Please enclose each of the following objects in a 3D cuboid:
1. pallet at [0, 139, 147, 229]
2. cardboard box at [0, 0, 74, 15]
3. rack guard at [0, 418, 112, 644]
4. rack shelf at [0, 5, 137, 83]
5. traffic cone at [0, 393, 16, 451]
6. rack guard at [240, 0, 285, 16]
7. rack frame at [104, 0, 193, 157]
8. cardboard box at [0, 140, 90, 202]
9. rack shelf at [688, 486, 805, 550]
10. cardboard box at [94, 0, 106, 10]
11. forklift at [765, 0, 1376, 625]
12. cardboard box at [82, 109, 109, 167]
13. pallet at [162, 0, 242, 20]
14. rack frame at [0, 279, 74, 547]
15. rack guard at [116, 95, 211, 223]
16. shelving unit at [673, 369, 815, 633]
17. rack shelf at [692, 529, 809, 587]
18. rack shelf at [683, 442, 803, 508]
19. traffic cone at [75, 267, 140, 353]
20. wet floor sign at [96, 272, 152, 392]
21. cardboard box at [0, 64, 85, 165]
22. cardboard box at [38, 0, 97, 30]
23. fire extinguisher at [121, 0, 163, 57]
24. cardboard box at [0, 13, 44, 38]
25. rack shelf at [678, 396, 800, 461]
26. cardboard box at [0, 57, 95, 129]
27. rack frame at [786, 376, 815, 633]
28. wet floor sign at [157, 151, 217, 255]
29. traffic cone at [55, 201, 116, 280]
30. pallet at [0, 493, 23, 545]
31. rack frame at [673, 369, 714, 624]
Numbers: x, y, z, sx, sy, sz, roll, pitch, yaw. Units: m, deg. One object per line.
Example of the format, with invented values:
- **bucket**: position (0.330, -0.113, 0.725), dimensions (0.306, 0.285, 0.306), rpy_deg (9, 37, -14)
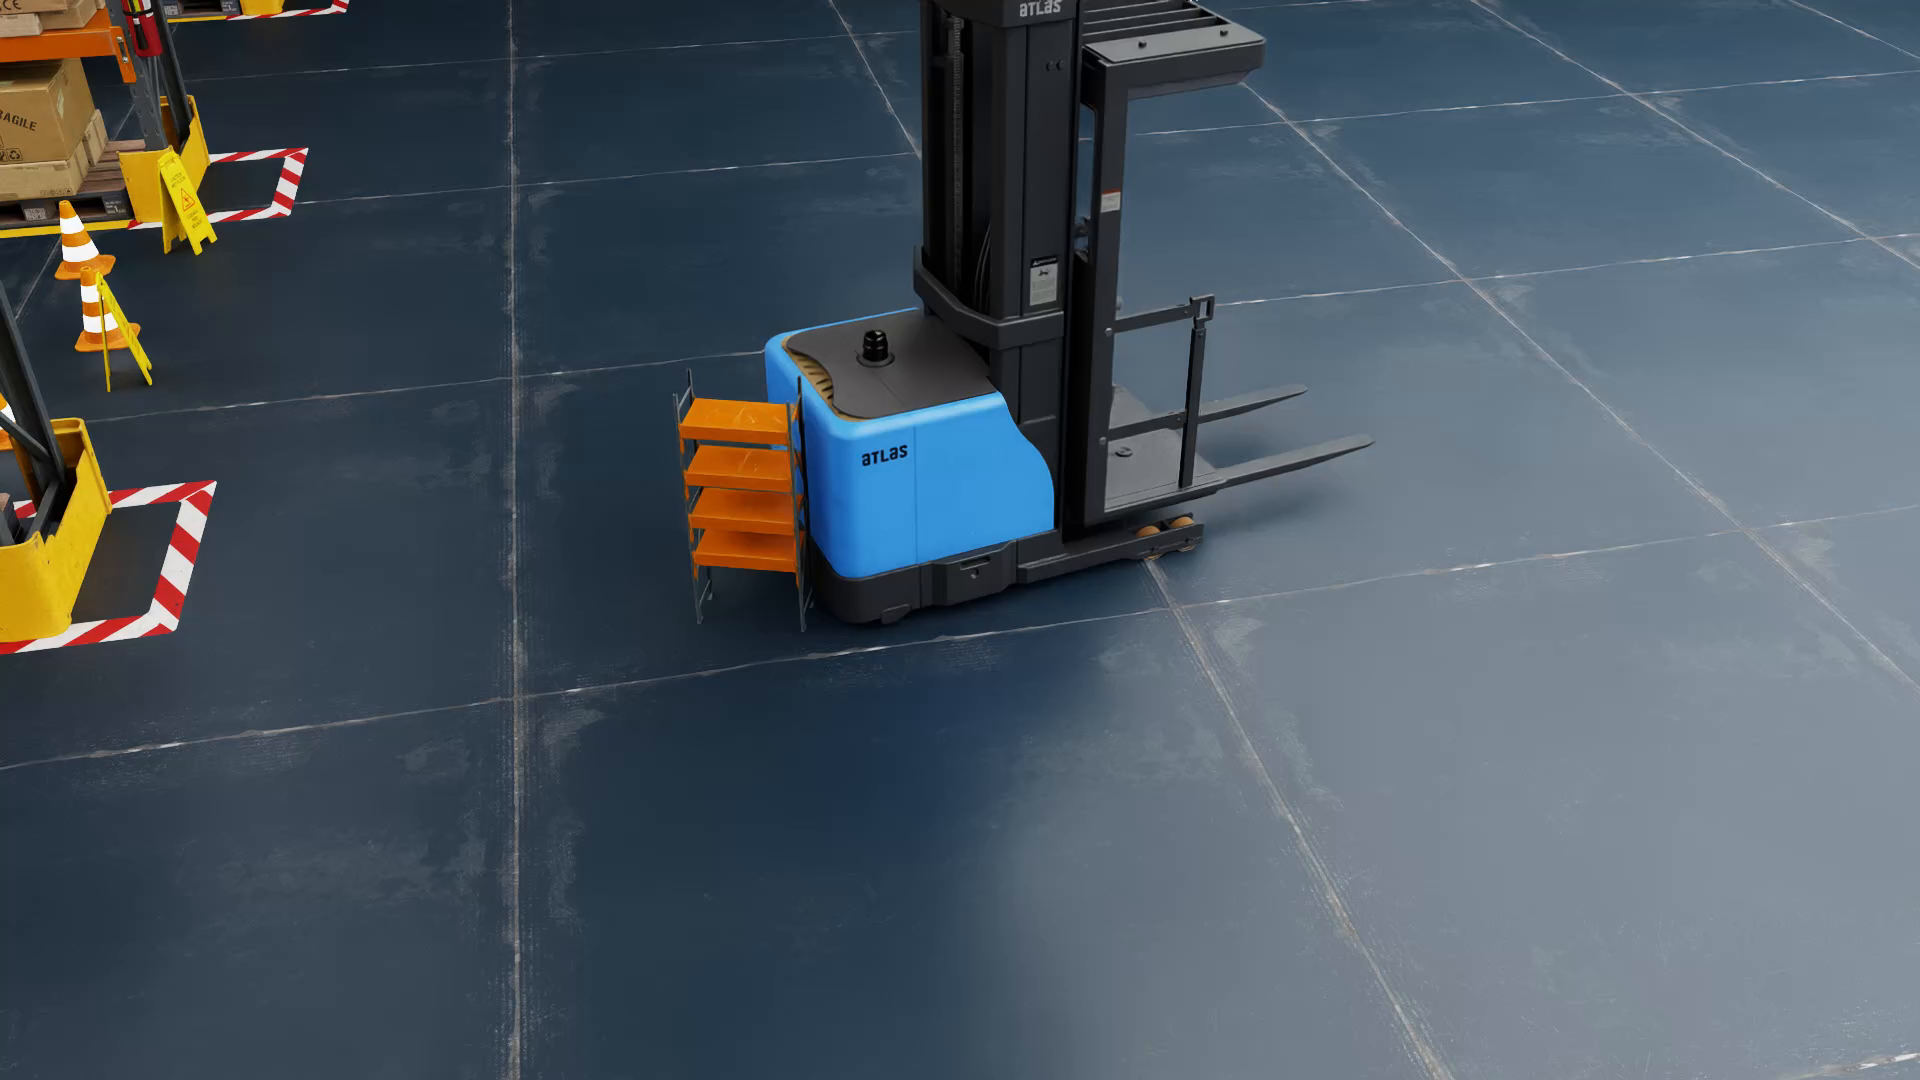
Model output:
- **pallet**: position (-6.472, -2.533, 11.835), dimensions (1.213, 0.211, 1.003), rpy_deg (-7, 35, -11)
- **cardboard box**: position (-6.066, -3.729, 10.759), dimensions (0.500, 0.500, 0.500), rpy_deg (-8, 35, -11)
- **rack guard**: position (-4.384, -0.068, 7.902), dimensions (0.348, 0.500, 1.175), rpy_deg (-7, 35, -11)
- **rack shelf**: position (-7.548, -3.236, 11.026), dimensions (4.000, 0.370, 1.077), rpy_deg (-7, 35, -11)
- **traffic cone**: position (-5.238, -0.756, 8.961), dimensions (0.334, 0.463, 0.336), rpy_deg (-7, 35, -11)
- **rack guard**: position (-6.673, -5.443, 15.912), dimensions (0.348, 0.500, 1.175), rpy_deg (-7, 35, -11)
- **rack frame**: position (-5.598, -3.781, 11.192), dimensions (0.127, 3.000, 1.000), rpy_deg (-7, 35, -11)
- **cardboard box**: position (-6.350, -2.565, 11.471), dimensions (0.500, 0.250, 0.500), rpy_deg (-7, 35, -11)
- **rack shelf**: position (-0.946, -0.102, 7.447), dimensions (0.480, 0.148, 0.258), rpy_deg (4, 34, 6)
- **cardboard box**: position (-5.975, -3.747, 11.367), dimensions (0.250, 0.149, 0.380), rpy_deg (-7, 35, -10)
- **forklift**: position (0.639, -1.370, 7.662), dimensions (3.031, 2.935, 1.130), rpy_deg (-14, 36, -20)
- **cardboard box**: position (-6.446, -2.864, 11.917), dimensions (0.500, 0.250, 0.500), rpy_deg (-7, 35, -11)
- **pallet**: position (-7.433, -5.203, 15.814), dimensions (1.213, 0.211, 1.003), rpy_deg (-7, 35, -11)
- **rack frame**: position (-4.407, -1.103, 7.201), dimensions (0.127, 3.000, 1.000), rpy_deg (-7, 35, -11)
- **rack guard**: position (-5.672, -2.733, 11.874), dimensions (0.348, 0.500, 1.175), rpy_deg (-7, 35, -11)
- **shelving unit**: position (-0.946, -0.158, 7.409), dimensions (0.503, 1.200, 0.258), rpy_deg (4, 34, 6)
- **rack shelf**: position (-0.946, 0.062, 7.557), dimensions (0.480, 0.148, 0.258), rpy_deg (4, 34, 6)
- **rack shelf**: position (-0.946, -0.288, 7.322), dimensions (0.480, 0.148, 0.258), rpy_deg (4, 34, 6)
- **traffic cone**: position (-5.156, -1.412, 9.938), dimensions (0.334, 0.463, 0.336), rpy_deg (-7, 35, -11)
- **wet floor sign**: position (-4.816, -1.205, 9.466), dimensions (0.232, 0.644, 0.267), rpy_deg (-13, 36, -19)
- **cardboard box**: position (-6.322, -2.884, 11.274), dimensions (0.500, 0.500, 0.500), rpy_deg (-7, 34, -10)
- **cardboard box**: position (-5.915, -3.514, 11.020), dimensions (0.250, 0.149, 0.380), rpy_deg (-6, 34, -9)
- **fire extinguisher**: position (-5.384, -3.512, 10.861), dimensions (0.183, 0.674, 0.296), rpy_deg (-7, 35, -11)
- **cardboard box**: position (-6.138, -3.423, 10.884), dimensions (0.250, 0.149, 0.380), rpy_deg (-8, 35, -11)
- **rack shelf**: position (-0.946, -0.485, 7.190), dimensions (0.480, 0.148, 0.258), rpy_deg (4, 34, 6)
- **cardboard box**: position (-6.469, -3.173, 11.703), dimensions (0.500, 0.500, 0.500), rpy_deg (-8, 35, -12)
- **rack frame**: position (-0.704, -0.140, 7.383), dimensions (0.015, 1.200, 0.240), rpy_deg (4, 34, 6)
- **wet floor sign**: position (-5.176, -2.245, 11.016), dimensions (0.232, 0.644, 0.267), rpy_deg (4, 34, 6)
- **traffic cone**: position (-5.733, -1.973, 10.775), dimensions (0.334, 0.463, 0.336), rpy_deg (-7, 35, -11)
- **pallet**: position (-5.170, 0.196, 7.769), dimensions (1.213, 0.211, 1.003), rpy_deg (-7, 35, -11)
- **rack frame**: position (-1.188, -0.176, 7.436), dimensions (0.015, 1.200, 0.240), rpy_deg (4, 34, 6)
